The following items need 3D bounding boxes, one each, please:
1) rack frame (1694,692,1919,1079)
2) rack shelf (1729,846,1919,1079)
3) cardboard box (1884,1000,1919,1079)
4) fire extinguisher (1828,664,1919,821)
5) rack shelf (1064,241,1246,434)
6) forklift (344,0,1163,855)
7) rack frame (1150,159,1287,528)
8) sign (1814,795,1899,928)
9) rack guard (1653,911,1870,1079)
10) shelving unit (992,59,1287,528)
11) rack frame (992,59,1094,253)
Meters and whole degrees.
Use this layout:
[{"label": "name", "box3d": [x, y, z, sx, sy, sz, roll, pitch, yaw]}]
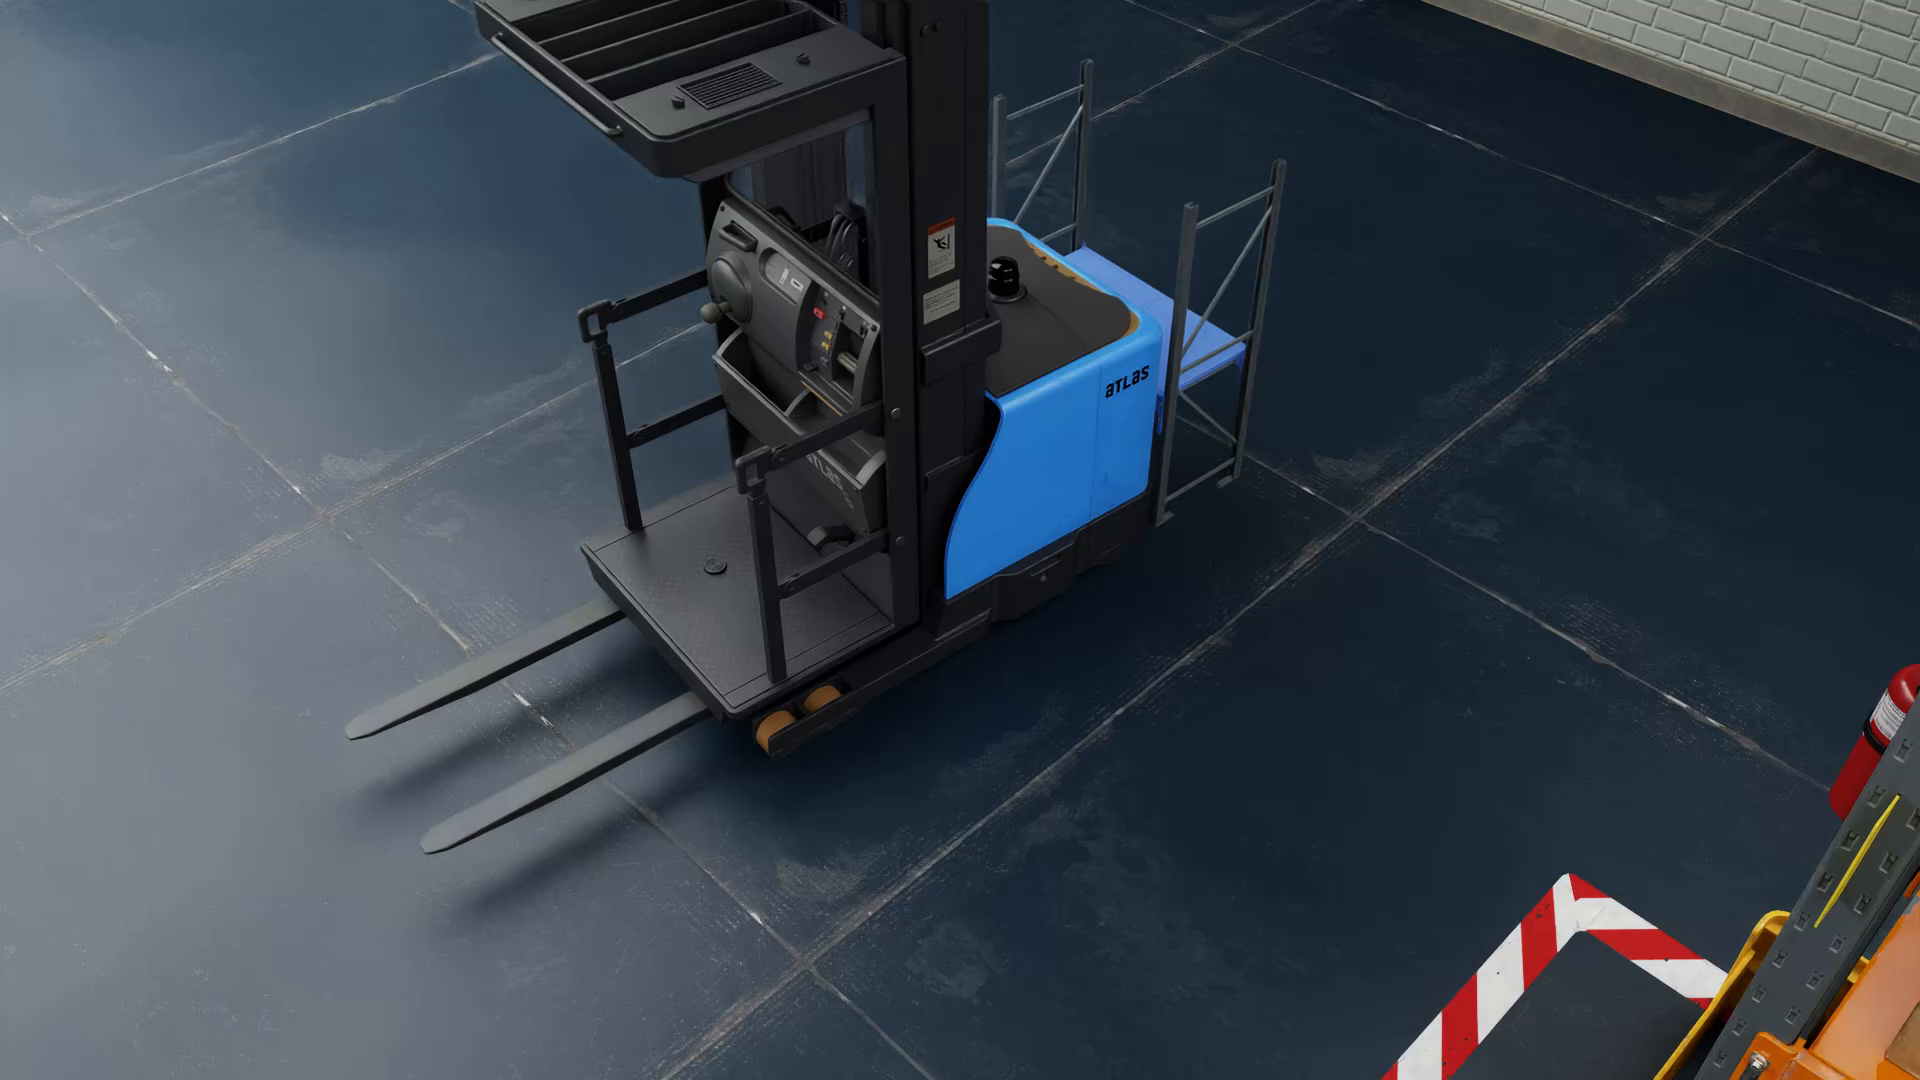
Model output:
[{"label": "rack frame", "box3d": [2.108, 0.701, 3.781, 1.000, 3.000, 0.127, -34, 53, -31]}, {"label": "rack shelf", "box3d": [3.520, 1.926, 2.985, 1.077, 0.370, 4.000, -34, 53, -31]}, {"label": "cardboard box", "box3d": [2.428, 0.895, 3.498, 0.700, 0.500, 0.500, -34, 53, -31]}, {"label": "fire extinguisher", "box3d": [2.353, 0.450, 4.110, 0.296, 0.674, 0.183, -34, 53, -31]}, {"label": "rack shelf", "box3d": [0.656, -0.850, 6.830, 0.538, 0.185, 1.000, -30, 50, -28]}, {"label": "forklift", "box3d": [-0.721, -0.714, 5.363, 3.031, 2.935, 1.130, -28, 50, -27]}, {"label": "rack frame", "box3d": [0.982, -0.718, 6.422, 0.500, 1.500, 0.032, -30, 50, -28]}, {"label": "sign", "box3d": [1.711, 0.617, 3.175, 0.100, 0.325, 0.005, -34, 53, -31]}, {"label": "rack guard", "box3d": [2.091, 1.608, 4.642, 1.175, 0.500, 0.348, -34, 53, -31]}, {"label": "shelving unit", "box3d": [0.656, -0.982, 6.708, 0.538, 1.500, 1.048, -30, 50, -28]}, {"label": "rack frame", "box3d": [0.329, -1.247, 6.994, 0.500, 1.500, 0.032, -30, 50, -28]}]
